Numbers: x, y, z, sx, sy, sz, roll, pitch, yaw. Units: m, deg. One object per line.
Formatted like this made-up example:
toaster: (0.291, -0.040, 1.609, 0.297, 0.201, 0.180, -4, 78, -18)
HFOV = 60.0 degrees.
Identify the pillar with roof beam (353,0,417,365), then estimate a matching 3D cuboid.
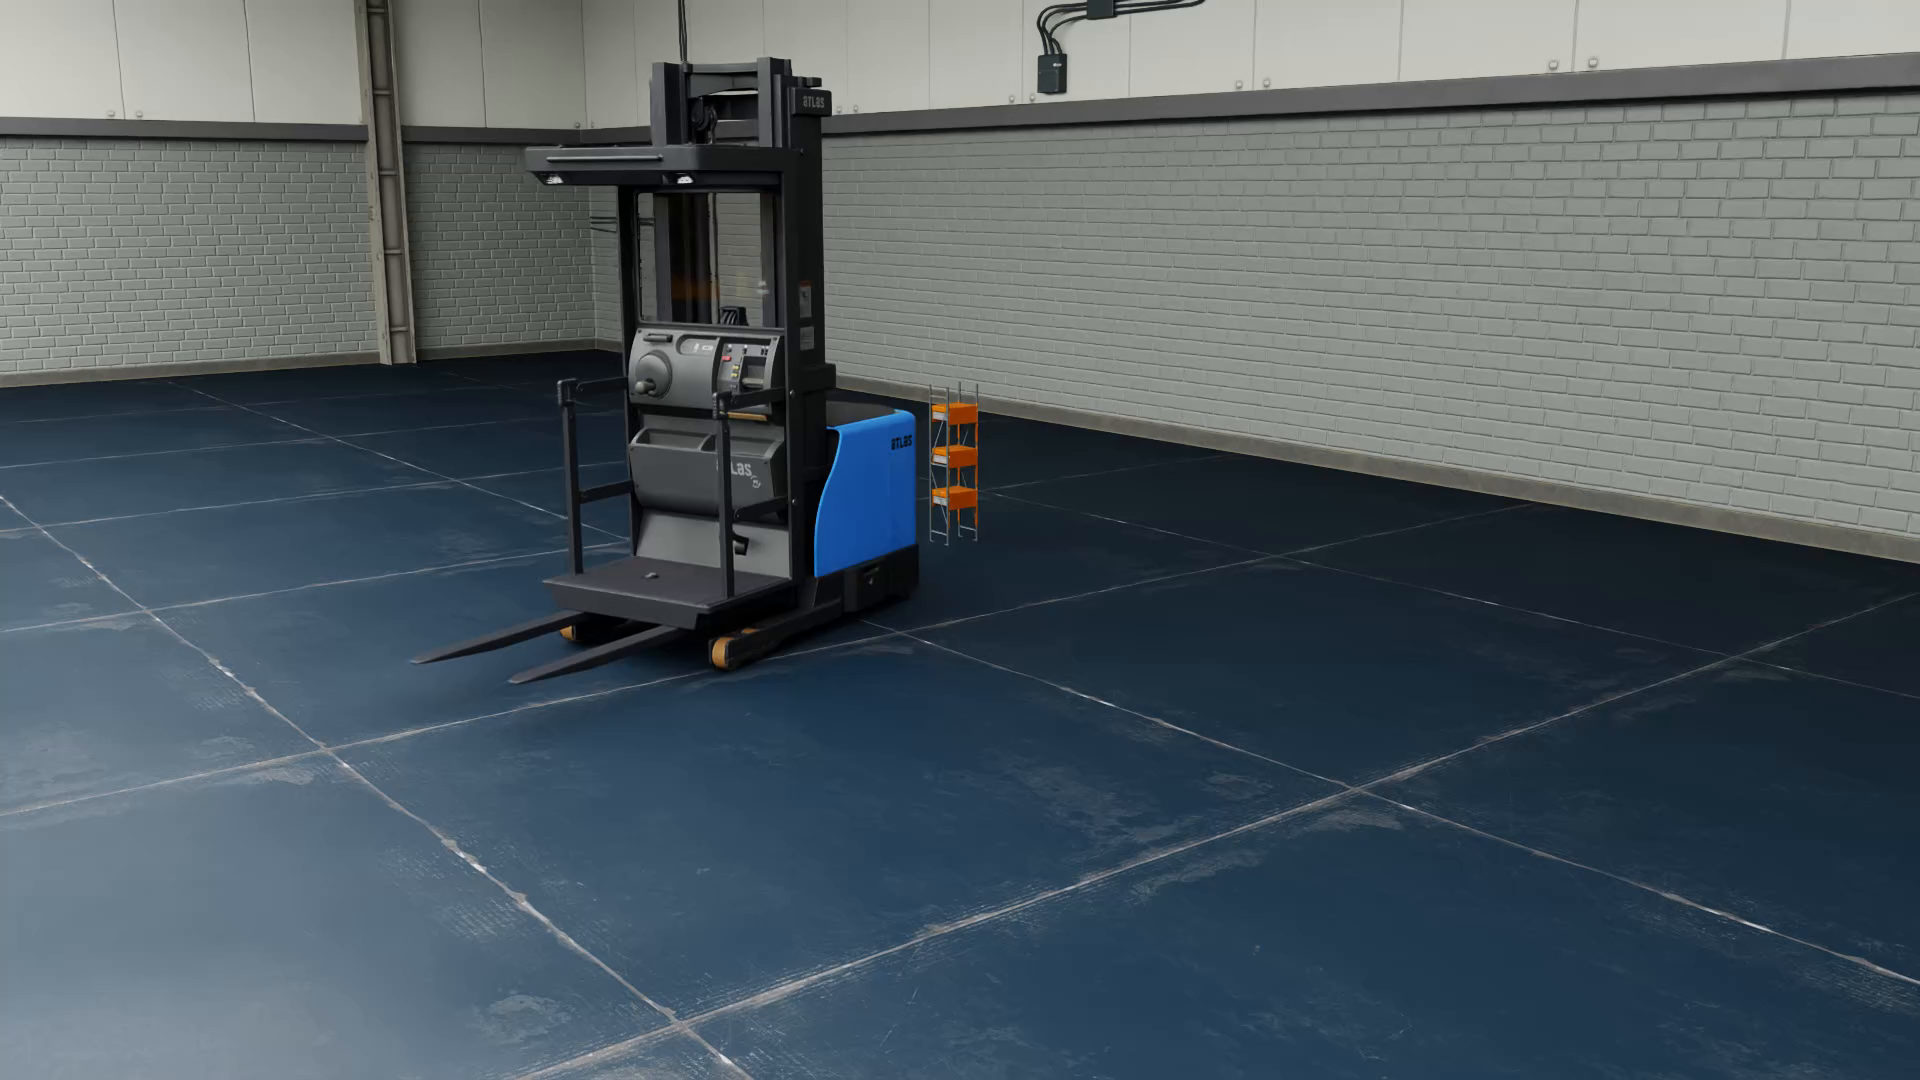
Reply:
pillar with roof beam: (-4.860, -6.086, 18.127, 0.400, 9.000, 9.100, -9, 15, -38)

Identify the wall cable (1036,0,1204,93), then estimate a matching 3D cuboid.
wall cable: (1.495, -7.074, 14.591, 0.169, 6.003, 2.305, -9, 15, -38)

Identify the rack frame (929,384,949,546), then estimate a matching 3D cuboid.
rack frame: (-0.137, -0.491, 10.912, 0.008, 1.050, 0.200, -9, 15, -38)

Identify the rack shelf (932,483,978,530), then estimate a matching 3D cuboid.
rack shelf: (-0.042, -0.224, 11.047, 0.240, 0.259, 0.215, -9, 15, -38)

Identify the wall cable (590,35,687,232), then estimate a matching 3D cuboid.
wall cable: (-4.423, -5.434, 22.528, 0.112, 2.526, 3.097, -9, 15, -38)

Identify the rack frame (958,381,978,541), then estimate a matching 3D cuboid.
rack frame: (0.053, -0.522, 11.062, 0.008, 1.050, 0.200, -9, 15, -38)

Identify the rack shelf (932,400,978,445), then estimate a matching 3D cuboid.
rack shelf: (-0.042, -0.774, 10.930, 0.240, 0.259, 0.215, -9, 15, -38)

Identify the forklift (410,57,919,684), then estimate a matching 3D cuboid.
forklift: (-1.420, -0.905, 8.335, 1.130, 2.935, 3.031, 7, 14, 30)

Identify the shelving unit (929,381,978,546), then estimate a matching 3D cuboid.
shelving unit: (-0.042, -0.507, 10.987, 0.252, 1.050, 0.215, -9, 15, -38)

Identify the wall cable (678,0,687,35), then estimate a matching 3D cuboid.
wall cable: (-2.733, -7.465, 19.937, 0.112, 2.526, 3.097, -9, 15, -38)

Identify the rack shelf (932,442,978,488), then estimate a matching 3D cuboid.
rack shelf: (-0.042, -0.496, 10.989, 0.240, 0.259, 0.215, -9, 15, -38)
